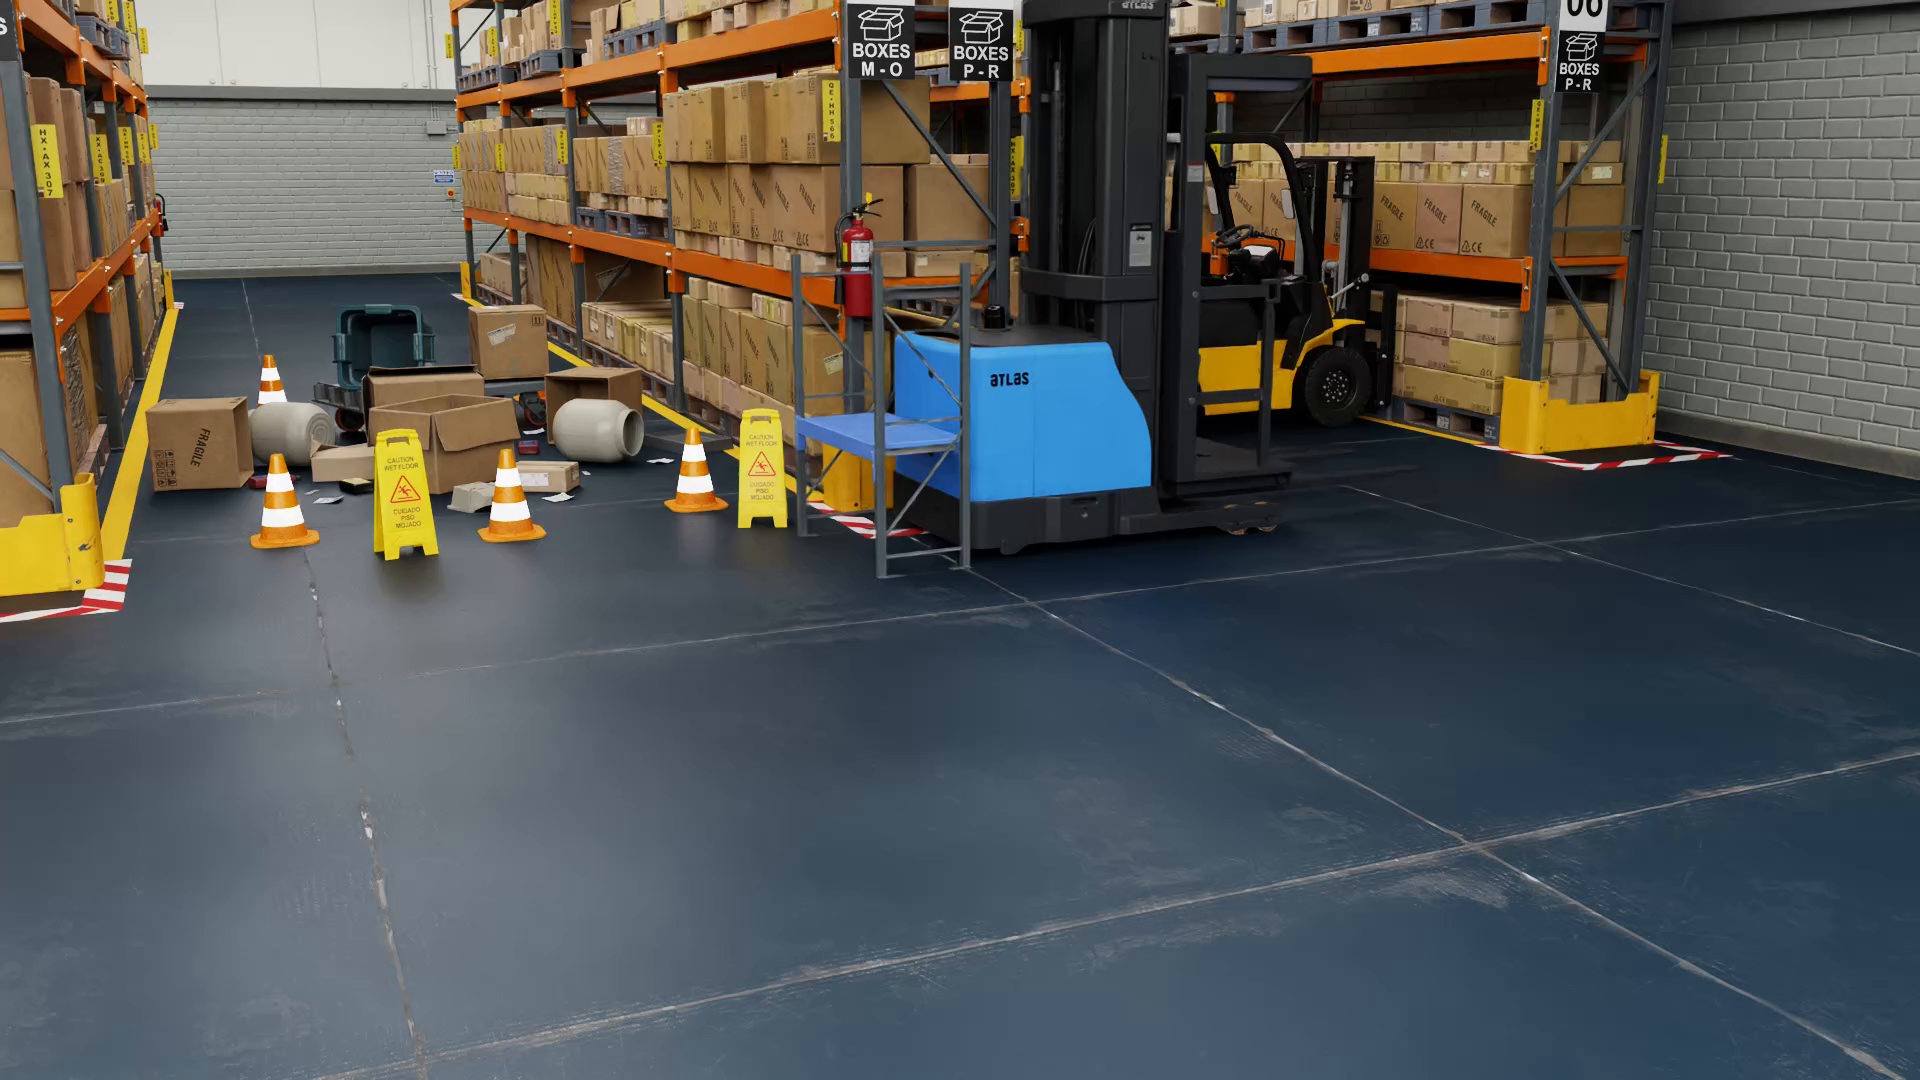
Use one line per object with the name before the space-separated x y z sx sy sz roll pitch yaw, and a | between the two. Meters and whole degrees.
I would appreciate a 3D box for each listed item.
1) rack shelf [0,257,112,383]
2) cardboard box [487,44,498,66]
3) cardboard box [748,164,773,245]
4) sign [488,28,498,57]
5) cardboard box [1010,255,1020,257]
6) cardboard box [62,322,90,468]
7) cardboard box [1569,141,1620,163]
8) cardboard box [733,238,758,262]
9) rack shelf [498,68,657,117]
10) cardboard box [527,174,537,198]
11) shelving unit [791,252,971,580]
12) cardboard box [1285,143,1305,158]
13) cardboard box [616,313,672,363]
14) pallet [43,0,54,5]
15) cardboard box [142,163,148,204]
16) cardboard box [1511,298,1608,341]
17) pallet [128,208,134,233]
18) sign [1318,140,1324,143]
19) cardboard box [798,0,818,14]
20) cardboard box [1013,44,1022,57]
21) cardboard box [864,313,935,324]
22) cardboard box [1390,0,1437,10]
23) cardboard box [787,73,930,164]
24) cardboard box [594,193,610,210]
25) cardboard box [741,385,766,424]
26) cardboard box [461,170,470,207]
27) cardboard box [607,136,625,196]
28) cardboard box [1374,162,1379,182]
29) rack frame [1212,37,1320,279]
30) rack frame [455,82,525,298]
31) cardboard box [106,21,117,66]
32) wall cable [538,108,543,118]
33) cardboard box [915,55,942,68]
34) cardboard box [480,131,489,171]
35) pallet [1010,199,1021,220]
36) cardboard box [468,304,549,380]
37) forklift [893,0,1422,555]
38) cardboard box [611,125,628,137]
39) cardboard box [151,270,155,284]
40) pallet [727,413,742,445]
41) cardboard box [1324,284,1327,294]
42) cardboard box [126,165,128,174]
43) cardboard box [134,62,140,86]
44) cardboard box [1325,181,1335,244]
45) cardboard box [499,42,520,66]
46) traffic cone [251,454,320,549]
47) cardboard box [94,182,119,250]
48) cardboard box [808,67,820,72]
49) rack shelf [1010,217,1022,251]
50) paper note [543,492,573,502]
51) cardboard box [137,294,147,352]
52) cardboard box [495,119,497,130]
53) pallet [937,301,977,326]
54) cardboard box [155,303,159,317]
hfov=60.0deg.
rack shelf | -5.486 -1.284 9.362 1.077 0.370 4.000 -6 14 -23
cardboard box | -5.546 -5.921 20.293 0.396 0.266 0.258 -5 14 -21
cardboard box | -1.053 -2.178 10.747 0.500 0.500 0.500 -6 14 -23
sign | -5.504 -5.870 19.606 0.100 0.325 0.005 -6 14 -23
cardboard box | 0.585 -3.227 19.334 0.380 0.149 0.250 -6 15 -26
cardboard box | -5.735 -0.895 9.867 0.875 0.875 0.875 -6 14 -23
cardboard box | 4.418 -2.737 11.723 0.380 0.149 0.250 -6 14 -24
cardboard box | -1.329 -1.985 11.351 0.380 0.149 0.250 -6 14 -23
rack shelf | -4.195 -4.867 18.187 1.077 0.370 4.000 -6 14 -23
cardboard box | -4.462 -3.907 18.322 0.500 0.250 0.500 -6 14 -25
shelving unit | -0.412 -0.669 8.434 0.538 1.500 1.048 -7 15 -27
cardboard box | 2.917 -3.222 13.818 0.380 0.149 0.250 -5 14 -22
cardboard box | -2.575 -1.840 15.065 0.950 0.372 0.625 -5 14 -21
pallet | -5.484 -3.045 8.916 1.003 0.211 1.213 -6 14 -23
cardboard box | -9.664 -4.121 19.142 0.500 0.500 0.500 -6 14 -23
cardboard box | 4.338 -1.607 12.111 0.500 0.250 0.500 -6 14 -24
pallet | -8.272 -2.919 15.253 1.213 0.211 1.003 -6 14 -23
sign | 3.263 -3.476 15.140 0.100 0.325 0.005 -6 14 -23
cardboard box | -0.718 -3.125 9.626 0.380 0.149 0.250 -6 14 -23
cardboard box | 0.790 -5.426 18.456 0.380 0.149 0.250 -5 14 -22
cardboard box | -0.483 -1.224 11.010 0.500 0.500 0.500 -6 14 -25
cardboard box | 3.638 -4.192 12.303 0.700 0.500 0.500 -6 14 -23
cardboard box | -0.594 -2.456 9.731 0.700 0.500 0.500 -6 14 -24
cardboard box | -3.193 -3.160 15.496 0.380 0.149 0.250 -6 14 -23
cardboard box | -1.175 -0.913 11.327 0.500 0.250 0.500 -6 14 -25
cardboard box | -6.670 -4.919 23.249 0.500 0.500 0.500 -6 14 -23
cardboard box | -2.799 -3.307 14.692 0.500 0.500 0.500 -6 14 -25
cardboard box | 3.408 -2.872 12.967 0.380 0.149 0.250 -6 14 -23
rack frame | 2.755 -2.965 15.029 1.000 3.000 0.127 -6 14 -23
rack frame | -6.599 -4.995 23.800 1.000 3.000 0.127 -6 14 -23
cardboard box | -7.874 -4.527 14.901 0.500 0.500 0.500 -6 14 -23
wall cable | -7.584 -6.784 29.274 0.588 1.984 0.122 -6 14 -23
cardboard box | -0.409 -5.952 20.688 0.380 0.149 0.250 -5 14 -22
cardboard box | -5.847 -4.987 21.326 0.500 0.500 0.500 -5 14 -22
pallet | 0.817 -3.832 19.199 1.213 0.211 1.003 -6 14 -23
cardboard box | -3.411 -1.500 12.563 0.500 0.500 0.500 -6 14 -23
forklift | 1.190 -1.554 9.086 3.031 2.935 1.130 -6 14 -25
cardboard box | -3.368 -4.002 17.071 0.500 0.500 0.500 -6 14 -25
cardboard box | -9.795 -3.118 19.762 0.380 0.149 0.250 -5 14 -22
pallet | -0.998 -0.769 11.726 1.003 0.211 1.213 -6 14 -23
cardboard box | 3.066 -1.981 13.724 0.500 0.250 0.500 -5 14 -21
cardboard box | -9.152 -4.008 17.839 0.380 0.149 0.250 -5 14 -20
cardboard box | -9.835 -5.421 19.319 0.500 0.250 0.500 -5 14 -21
cardboard box | 3.121 -2.688 13.610 0.500 0.500 0.500 -6 14 -24
cardboard box | -5.117 -5.634 19.276 0.396 0.266 0.258 -6 14 -23
traffic cone | -3.596 -0.224 8.810 0.336 0.463 0.334 -6 14 -23
cardboard box | -6.652 -2.437 12.527 0.500 0.500 0.500 -6 14 -23
cardboard box | -1.918 -7.000 24.374 0.500 0.250 0.500 -6 14 -23
rack shelf | 0.351 -3.854 20.466 1.077 0.370 4.000 -6 14 -23
paper note | -2.392 -0.259 9.919 0.148 0.019 0.142 -12 18 -42
cardboard box | -7.939 -2.030 15.603 0.500 0.500 0.500 -6 14 -25
cardboard box | -5.626 -5.223 20.906 0.380 0.149 0.250 -6 14 -23
pallet | 0.403 -2.842 20.683 1.003 0.211 1.213 -6 14 -23
cardboard box | -9.343 -2.621 18.932 0.380 0.149 0.250 -6 14 -25
